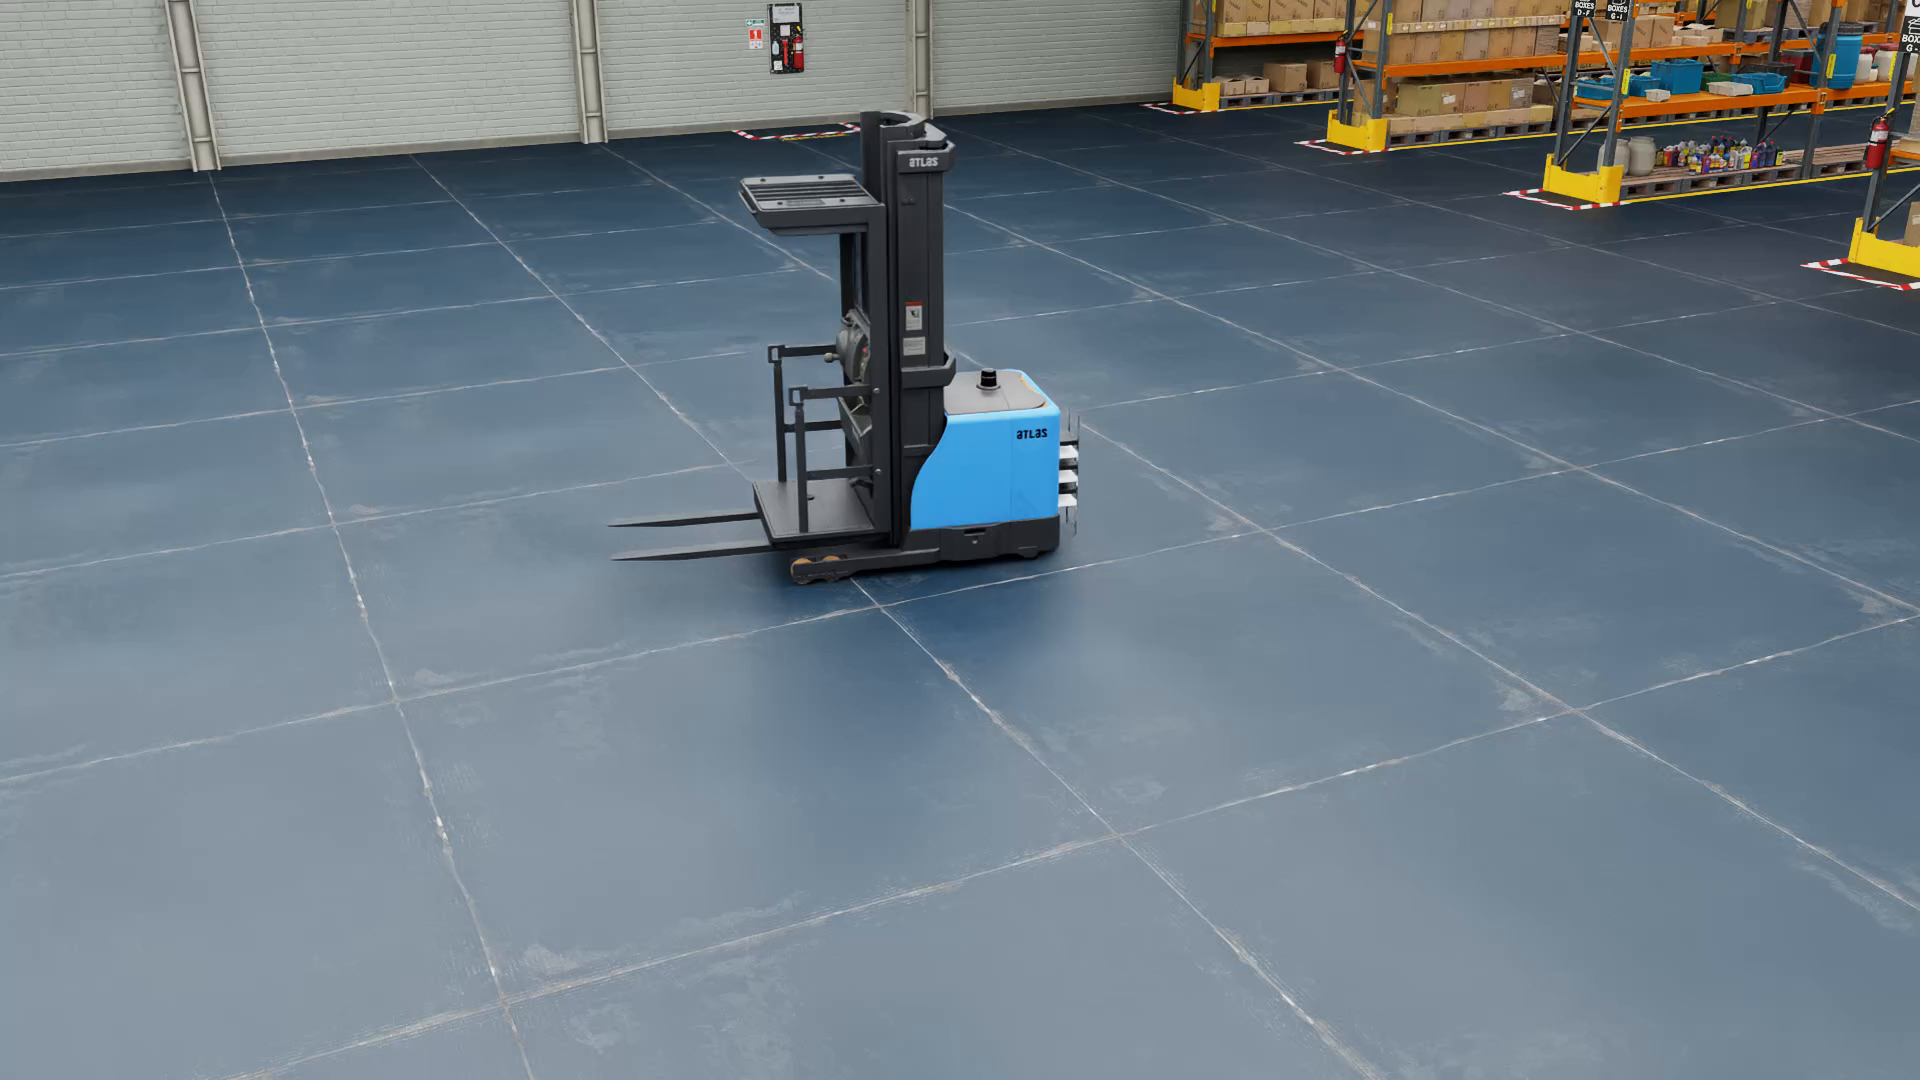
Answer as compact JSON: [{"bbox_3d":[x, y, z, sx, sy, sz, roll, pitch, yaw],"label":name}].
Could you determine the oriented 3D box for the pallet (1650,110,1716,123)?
[{"bbox_3d":[13.023,-7.852,30.444,1.213,0.211,1.003,-10,25,-24],"label":"pallet"}]

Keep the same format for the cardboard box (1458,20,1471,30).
[{"bbox_3d":[8.180,-8.488,27.355,0.250,0.149,0.380,-11,25,-24],"label":"cardboard box"}]

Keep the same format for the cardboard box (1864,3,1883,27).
[{"bbox_3d":[17.725,-10.145,32.206,0.500,0.500,0.500,-10,25,-23],"label":"cardboard box"}]

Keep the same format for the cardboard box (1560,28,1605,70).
[{"bbox_3d":[13.142,-10.391,35.192,0.750,0.750,0.750,-11,25,-24],"label":"cardboard box"}]

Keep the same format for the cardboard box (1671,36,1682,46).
[{"bbox_3d":[12.657,-8.917,29.698,0.250,0.149,0.380,-9,24,-20],"label":"cardboard box"}]

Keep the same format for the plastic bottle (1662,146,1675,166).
[{"bbox_3d":[10.422,-5.662,24.492,0.135,0.276,0.152,-10,25,-23],"label":"plastic bottle"}]

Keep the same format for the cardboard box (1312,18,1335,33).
[{"bbox_3d":[6.832,-9.895,31.903,0.500,0.250,0.500,-11,25,-24],"label":"cardboard box"}]

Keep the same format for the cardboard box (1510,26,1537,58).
[{"bbox_3d":[9.308,-8.481,28.186,0.500,0.500,0.700,-11,25,-24],"label":"cardboard box"}]

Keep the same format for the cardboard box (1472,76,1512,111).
[{"bbox_3d":[8.950,-7.555,28.145,0.500,0.500,0.500,-10,25,-24],"label":"cardboard box"}]

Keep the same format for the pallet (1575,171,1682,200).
[{"bbox_3d":[9.501,-5.102,23.801,1.213,0.211,1.003,-10,25,-24],"label":"pallet"}]

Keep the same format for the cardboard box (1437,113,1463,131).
[{"bbox_3d":[8.053,-7.040,27.881,0.500,0.250,0.500,-10,25,-24],"label":"cardboard box"}]

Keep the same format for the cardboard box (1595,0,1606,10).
[{"bbox_3d":[13.102,-11.321,34.632,0.500,0.500,0.500,-11,25,-24],"label":"cardboard box"}]

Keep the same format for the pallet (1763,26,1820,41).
[{"bbox_3d":[15.532,-9.499,31.028,1.213,0.211,1.003,-10,25,-24],"label":"pallet"}]

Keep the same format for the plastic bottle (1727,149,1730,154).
[{"bbox_3d":[11.209,-5.560,24.237,0.133,0.283,0.061,-10,25,-24],"label":"plastic bottle"}]

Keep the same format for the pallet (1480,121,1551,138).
[{"bbox_3d":[9.443,-7.195,28.854,1.213,0.211,1.003,-10,25,-24],"label":"pallet"}]

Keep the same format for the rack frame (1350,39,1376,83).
[{"bbox_3d":[8.026,-10.307,32.728,0.127,3.000,1.000,-10,25,-24],"label":"rack frame"}]

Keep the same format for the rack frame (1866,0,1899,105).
[{"bbox_3d":[17.386,-9.927,31.811,0.127,3.000,1.000,-10,25,-24],"label":"rack frame"}]

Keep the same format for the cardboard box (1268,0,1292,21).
[{"bbox_3d":[5.900,-10.068,31.339,0.500,0.500,0.500,-11,25,-25],"label":"cardboard box"}]

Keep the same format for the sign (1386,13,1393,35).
[{"bbox_3d":[6.809,-8.181,26.357,0.005,0.325,0.100,-10,25,-24],"label":"sign"}]

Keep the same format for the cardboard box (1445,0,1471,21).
[{"bbox_3d":[7.973,-8.837,27.350,0.500,0.500,0.700,-10,25,-23],"label":"cardboard box"}]

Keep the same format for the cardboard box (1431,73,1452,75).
[{"bbox_3d":[9.603,-9.657,33.850,0.500,0.500,0.700,-10,25,-23],"label":"cardboard box"}]

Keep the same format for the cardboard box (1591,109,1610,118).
[{"bbox_3d":[11.110,-7.590,29.210,0.500,0.250,0.500,-10,24,-22],"label":"cardboard box"}]

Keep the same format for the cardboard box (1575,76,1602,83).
[{"bbox_3d":[11.335,-8.119,29.756,0.500,0.311,0.500,-11,25,-24],"label":"cardboard box"}]

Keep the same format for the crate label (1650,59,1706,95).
[{"bbox_3d":[10.260,-6.644,23.833,0.616,0.435,0.502,-10,25,-24],"label":"crate label"}]

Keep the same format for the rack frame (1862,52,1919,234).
[{"bbox_3d":[10.867,-4.522,18.753,0.127,3.000,1.000,-10,25,-24],"label":"rack frame"}]

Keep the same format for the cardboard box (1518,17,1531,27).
[{"bbox_3d":[9.331,-8.699,27.864,0.250,0.149,0.380,-10,25,-24],"label":"cardboard box"}]

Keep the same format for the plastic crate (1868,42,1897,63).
[{"bbox_3d":[14.338,-7.423,25.677,0.583,0.464,0.402,-10,25,-24],"label":"plastic crate"}]

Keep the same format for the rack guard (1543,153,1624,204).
[{"bbox_3d":[8.767,-5.103,23.424,0.348,0.500,1.175,-10,25,-24],"label":"rack guard"}]

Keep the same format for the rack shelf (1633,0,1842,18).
[{"bbox_3d":[10.521,-7.614,23.242,4.000,0.370,1.077,-10,25,-24],"label":"rack shelf"}]

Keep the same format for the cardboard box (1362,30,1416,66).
[{"bbox_3d":[7.000,-8.056,27.159,0.500,0.500,0.700,-10,25,-24],"label":"cardboard box"}]

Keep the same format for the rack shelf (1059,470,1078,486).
[{"bbox_3d":[0.698,-0.449,11.745,0.200,0.077,0.258,-5,23,-13],"label":"rack shelf"}]

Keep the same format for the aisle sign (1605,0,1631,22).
[{"bbox_3d":[8.781,-7.317,22.107,0.004,0.787,0.394,-10,25,-24],"label":"aisle sign"}]

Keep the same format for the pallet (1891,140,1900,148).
[{"bbox_3d":[15.212,-6.153,26.338,1.213,0.211,1.003,-10,25,-24],"label":"pallet"}]

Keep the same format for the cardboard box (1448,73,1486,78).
[{"bbox_3d":[8.723,-7.735,28.581,0.500,0.500,0.500,-10,25,-24],"label":"cardboard box"}]

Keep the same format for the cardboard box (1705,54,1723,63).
[{"bbox_3d":[16.407,-10.844,36.744,0.500,0.500,0.700,-11,25,-24],"label":"cardboard box"}]

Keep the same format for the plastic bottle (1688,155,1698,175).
[{"bbox_3d":[10.487,-5.365,23.781,0.097,0.271,0.097,0,22,0],"label":"plastic bottle"}]

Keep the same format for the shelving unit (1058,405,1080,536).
[{"bbox_3d":[0.698,-0.480,11.732,0.210,0.900,0.258,-5,23,-13],"label":"shelving unit"}]

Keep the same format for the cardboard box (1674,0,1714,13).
[{"bbox_3d":[15.730,-11.857,36.080,0.700,0.700,0.980,-10,25,-23],"label":"cardboard box"}]

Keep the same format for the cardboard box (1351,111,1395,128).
[{"bbox_3d":[6.929,-7.051,27.908,0.500,0.250,0.500,-10,25,-24],"label":"cardboard box"}]

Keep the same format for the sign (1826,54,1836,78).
[{"bbox_3d":[12.551,-6.829,23.964,0.005,0.325,0.100,-10,25,-24],"label":"sign"}]

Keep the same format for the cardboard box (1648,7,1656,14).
[{"bbox_3d":[14.583,-11.296,35.419,0.250,0.149,0.380,-10,24,-22],"label":"cardboard box"}]

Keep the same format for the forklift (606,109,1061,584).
[{"bbox_3d":[-0.887,-1.284,11.021,3.031,2.935,1.130,-5,23,-13],"label":"forklift"}]

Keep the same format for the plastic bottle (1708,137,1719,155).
[{"bbox_3d":[11.245,-5.850,24.848,0.185,0.351,0.144,-12,25,-26],"label":"plastic bottle"}]

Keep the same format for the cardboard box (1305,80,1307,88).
[{"bbox_3d":[6.576,-8.935,32.564,0.250,0.149,0.380,-13,26,-28],"label":"cardboard box"}]

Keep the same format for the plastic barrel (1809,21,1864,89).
[{"bbox_3d":[12.802,-7.084,24.286,0.708,0.901,0.600,-10,25,-24],"label":"plastic barrel"}]

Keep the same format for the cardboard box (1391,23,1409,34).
[{"bbox_3d":[7.021,-8.274,26.837,0.250,0.149,0.380,-11,25,-24],"label":"cardboard box"}]

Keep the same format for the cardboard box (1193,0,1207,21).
[{"bbox_3d":[4.754,-10.081,31.372,0.500,0.500,0.500,-11,25,-24],"label":"cardboard box"}]

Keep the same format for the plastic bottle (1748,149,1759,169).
[{"bbox_3d":[11.566,-5.562,24.240,0.133,0.283,0.061,-9,24,-20],"label":"plastic bottle"}]

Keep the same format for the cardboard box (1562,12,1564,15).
[{"bbox_3d":[12.258,-10.877,34.407,0.250,0.149,0.380,-10,25,-23],"label":"cardboard box"}]

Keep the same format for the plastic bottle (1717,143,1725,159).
[{"bbox_3d":[11.337,-5.779,24.781,0.097,0.271,0.097,0,22,0],"label":"plastic bottle"}]

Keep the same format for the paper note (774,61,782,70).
[{"bbox_3d":[-3.162,-8.253,28.917,0.142,0.148,0.016,-10,25,-24],"label":"paper note"}]

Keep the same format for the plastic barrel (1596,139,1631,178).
[{"bbox_3d":[9.278,-5.409,23.599,0.421,0.512,0.421,0,22,0],"label":"plastic barrel"}]

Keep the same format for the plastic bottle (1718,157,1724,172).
[{"bbox_3d":[10.976,-5.423,24.012,0.097,0.201,0.097,0,22,0],"label":"plastic bottle"}]

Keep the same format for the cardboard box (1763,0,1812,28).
[{"bbox_3d":[15.208,-9.733,30.662,0.500,0.500,0.700,-6,23,-14],"label":"cardboard box"}]

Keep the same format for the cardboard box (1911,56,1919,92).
[{"bbox_3d":[11.255,-5.344,18.912,0.500,0.500,0.500,-10,25,-24],"label":"cardboard box"}]

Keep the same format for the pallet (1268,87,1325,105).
[{"bbox_3d":[6.335,-8.691,32.470,1.213,0.211,1.003,-10,25,-24],"label":"pallet"}]

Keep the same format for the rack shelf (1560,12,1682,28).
[{"bbox_3d":[13.432,-10.970,35.270,4.000,0.370,1.077,-10,25,-24],"label":"rack shelf"}]

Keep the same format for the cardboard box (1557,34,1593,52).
[{"bbox_3d":[10.603,-8.628,28.867,0.500,0.250,0.500,-9,24,-20],"label":"cardboard box"}]
